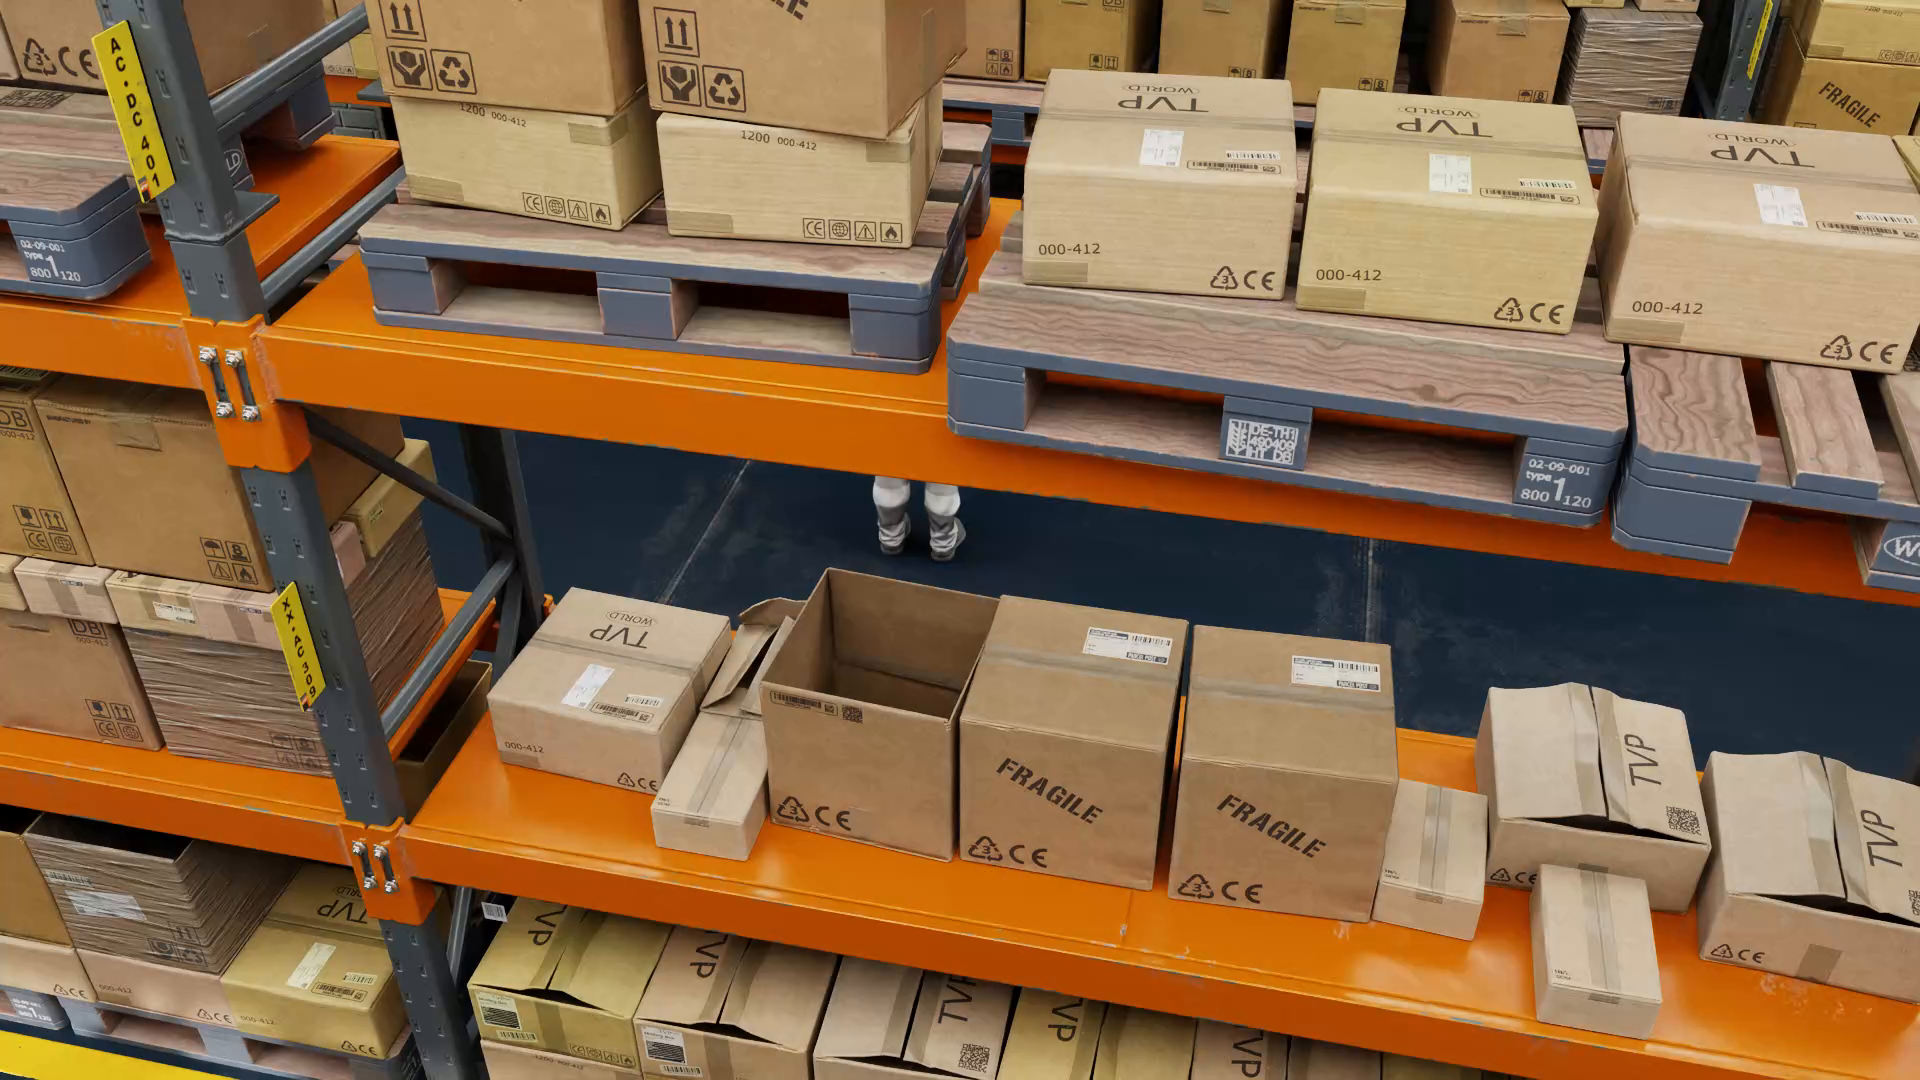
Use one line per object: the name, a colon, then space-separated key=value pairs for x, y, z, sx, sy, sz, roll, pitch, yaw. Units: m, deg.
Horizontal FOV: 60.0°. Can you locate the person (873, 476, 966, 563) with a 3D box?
person: x=-0.180 y=-0.744 z=7.148 sx=0.494 sy=1.782 sz=0.560 roll=8 pitch=37 yaw=11
